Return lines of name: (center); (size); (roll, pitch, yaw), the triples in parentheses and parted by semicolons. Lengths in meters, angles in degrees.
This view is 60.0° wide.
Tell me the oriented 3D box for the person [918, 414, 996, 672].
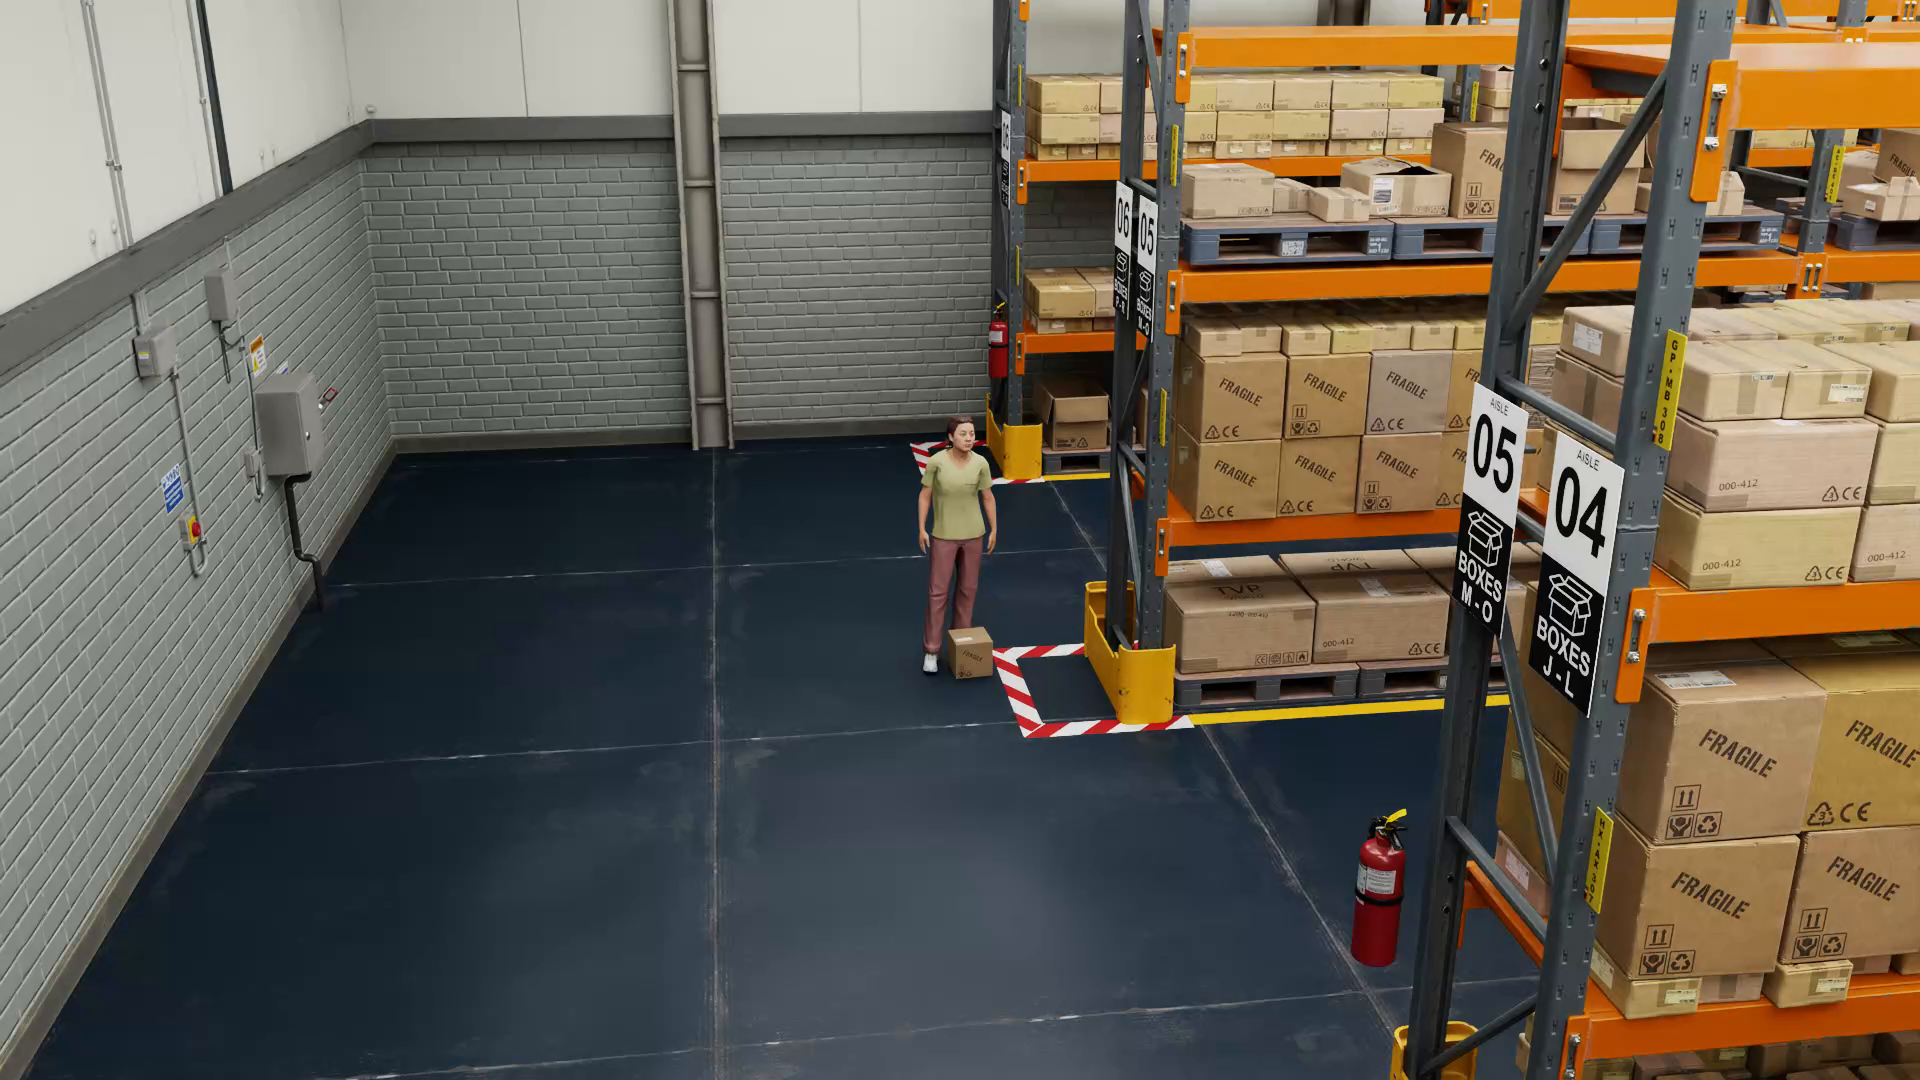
person: (-0.010, 0.005, 11.035); (0.552, 1.674, 0.548); (-4, 20, -10)
